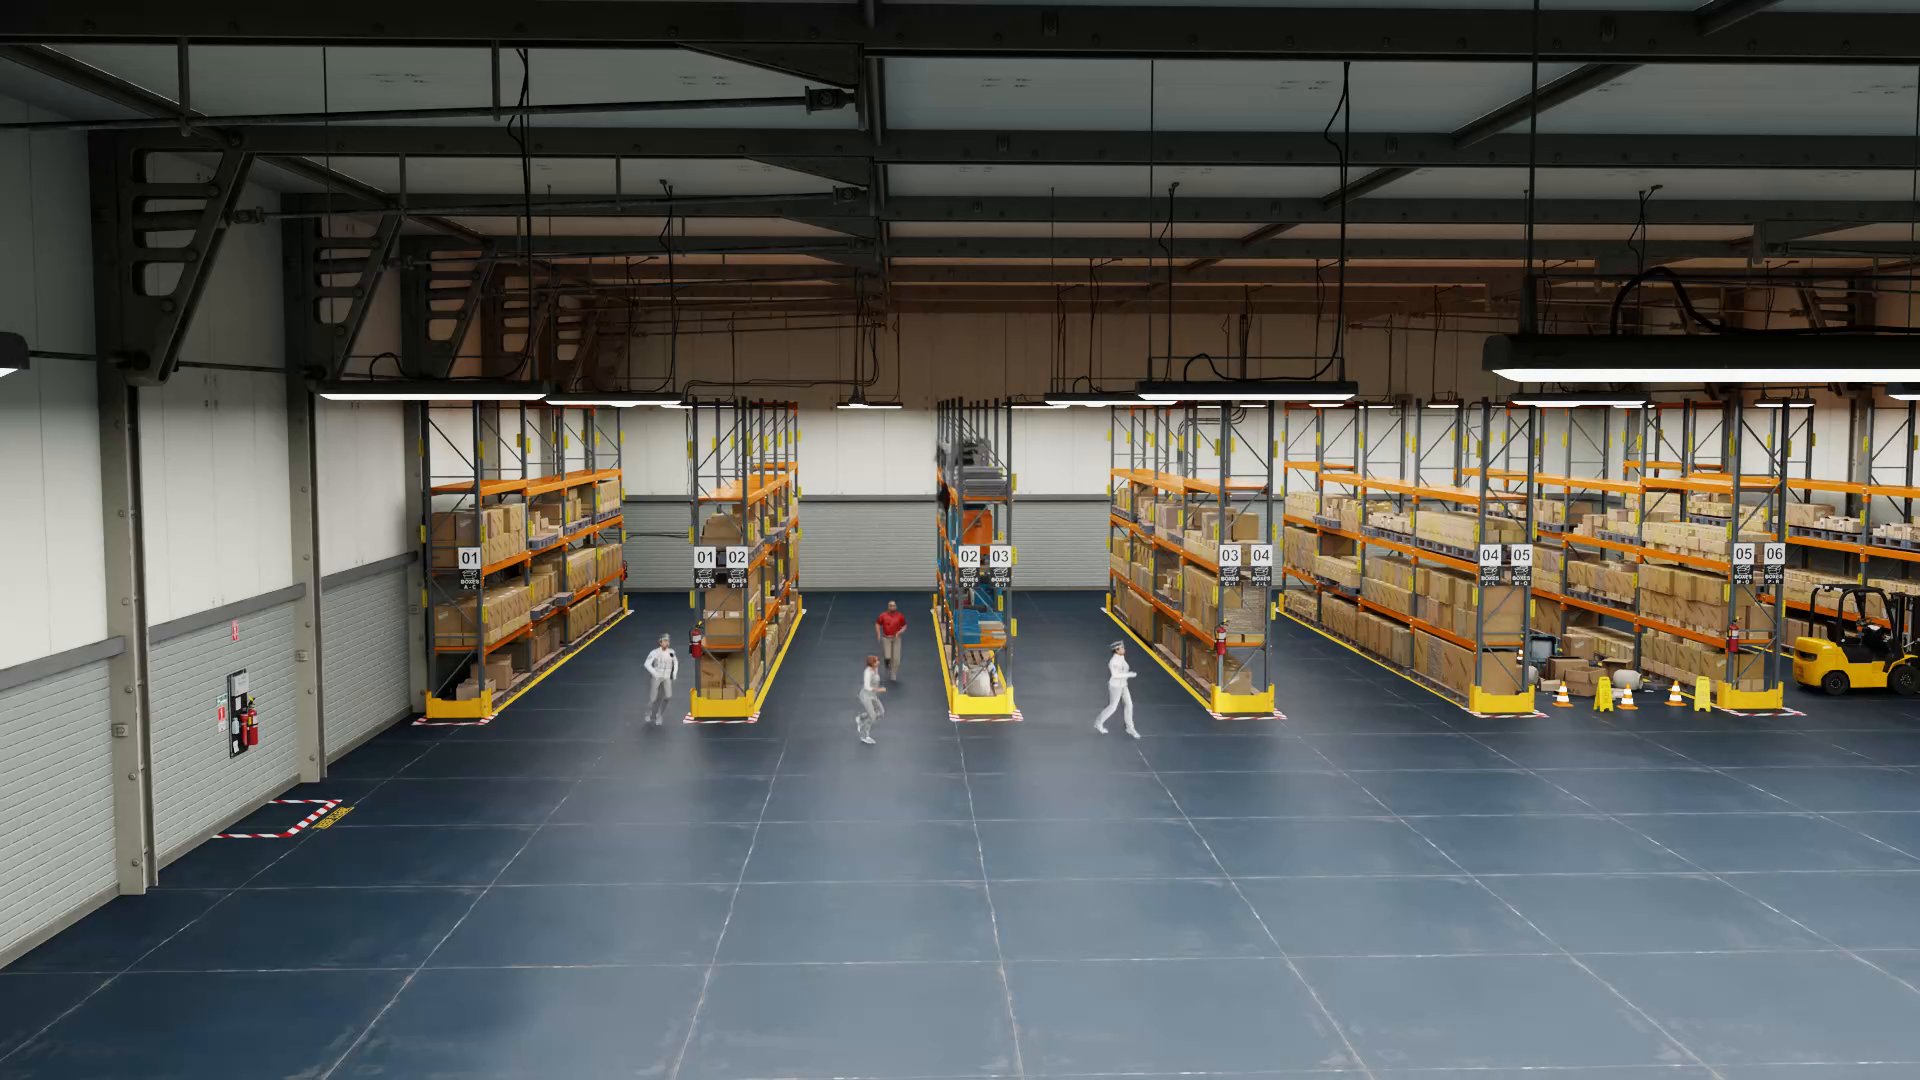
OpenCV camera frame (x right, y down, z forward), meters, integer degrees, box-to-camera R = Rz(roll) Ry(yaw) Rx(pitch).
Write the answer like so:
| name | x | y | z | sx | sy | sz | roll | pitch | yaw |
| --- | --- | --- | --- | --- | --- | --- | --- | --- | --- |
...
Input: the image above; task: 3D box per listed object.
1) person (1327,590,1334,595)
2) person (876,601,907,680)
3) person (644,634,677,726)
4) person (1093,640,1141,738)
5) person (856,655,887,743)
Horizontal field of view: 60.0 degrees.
| name | x | y | z | sx | sy | sz | roll | pitch | yaw |
| --- | --- | --- | --- | --- | --- | --- | --- | --- | --- |
| person | 10.884 | 1.118 | 48.412 | 0.786 | 1.720 | 0.863 | -2 | 5 | -26 |
| person | -1.453 | 2.146 | 35.444 | 0.665 | 1.685 | 0.593 | -1 | 4 | -7 |
| person | -5.454 | 2.548 | 30.500 | 0.673 | 1.669 | 0.625 | -2 | 5 | -26 |
| person | 2.753 | 2.617 | 29.225 | 0.839 | 1.742 | 0.603 | 2 | 5 | 24 |
| person | -1.510 | 2.742 | 28.726 | 0.610 | 1.549 | 0.579 | 2 | 5 | 19 |
